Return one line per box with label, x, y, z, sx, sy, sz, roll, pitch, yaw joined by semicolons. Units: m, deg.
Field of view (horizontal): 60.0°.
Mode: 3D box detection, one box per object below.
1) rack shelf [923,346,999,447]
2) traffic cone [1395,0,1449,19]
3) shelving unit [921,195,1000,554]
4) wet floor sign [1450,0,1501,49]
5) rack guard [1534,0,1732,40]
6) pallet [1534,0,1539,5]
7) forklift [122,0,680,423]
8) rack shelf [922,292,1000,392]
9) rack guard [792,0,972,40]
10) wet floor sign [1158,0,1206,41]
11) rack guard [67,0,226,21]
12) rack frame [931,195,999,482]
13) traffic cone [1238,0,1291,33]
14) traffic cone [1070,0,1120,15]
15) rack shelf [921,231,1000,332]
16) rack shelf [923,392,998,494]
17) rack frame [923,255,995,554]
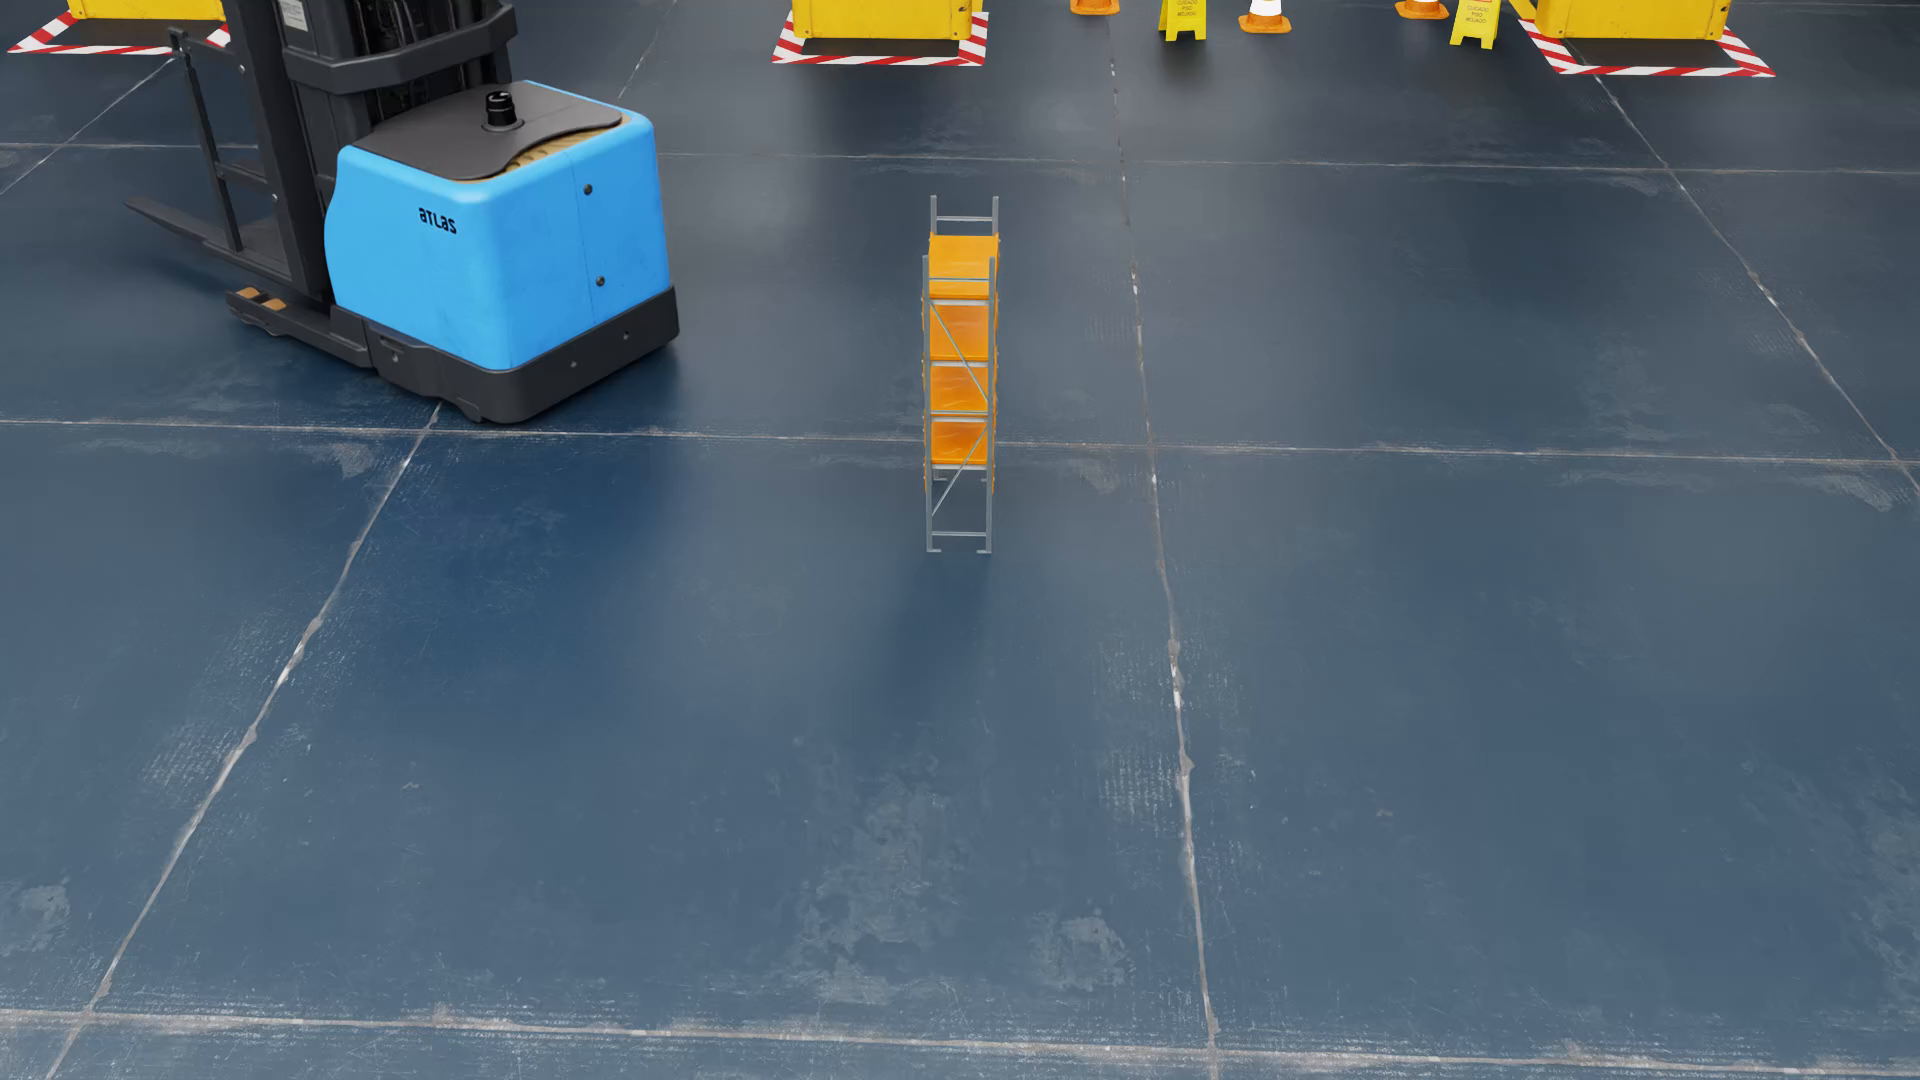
rack shelf;0.007;-0.531;6.079;0.258;0.148;0.480;1;35;2
traffic cone;3.169;-3.818;11.280;0.336;0.463;0.334;1;35;2
shelving unit;0.007;-0.586;6.040;0.258;1.200;0.503;1;35;2
wet floor sign;3.363;-3.531;10.713;0.267;0.644;0.232;13;37;18
rack guard;4.443;-3.600;10.937;1.175;0.500;0.348;1;35;2
pallet;4.511;-3.947;11.683;1.003;0.211;1.213;1;35;2
forklift;-2.747;-2.348;7.043;3.031;2.935;1.130;23;41;29
rack shelf;0.007;-0.714;5.950;0.258;0.148;0.480;1;35;2
rack guard;-0.511;-3.599;10.936;1.175;0.500;0.348;1;35;2
wet floor sign;1.467;-3.609;10.825;0.267;0.644;0.232;-4;35;-6
rack guard;-5.459;-3.829;11.263;1.175;0.500;0.348;1;35;2
rack frame;0.016;-0.726;6.240;0.240;1.200;0.015;1;35;2
traffic cone;2.046;-3.648;11.038;0.336;0.463;0.334;1;35;2
traffic cone;0.930;-3.869;11.353;0.336;0.463;0.334;1;35;2
rack shelf;0.007;-0.907;5.814;0.258;0.148;0.480;1;35;2
rack shelf;0.007;-0.368;6.193;0.258;0.148;0.480;1;35;2
rack frame;-0.003;-0.446;5.841;0.240;1.200;0.015;1;35;2
